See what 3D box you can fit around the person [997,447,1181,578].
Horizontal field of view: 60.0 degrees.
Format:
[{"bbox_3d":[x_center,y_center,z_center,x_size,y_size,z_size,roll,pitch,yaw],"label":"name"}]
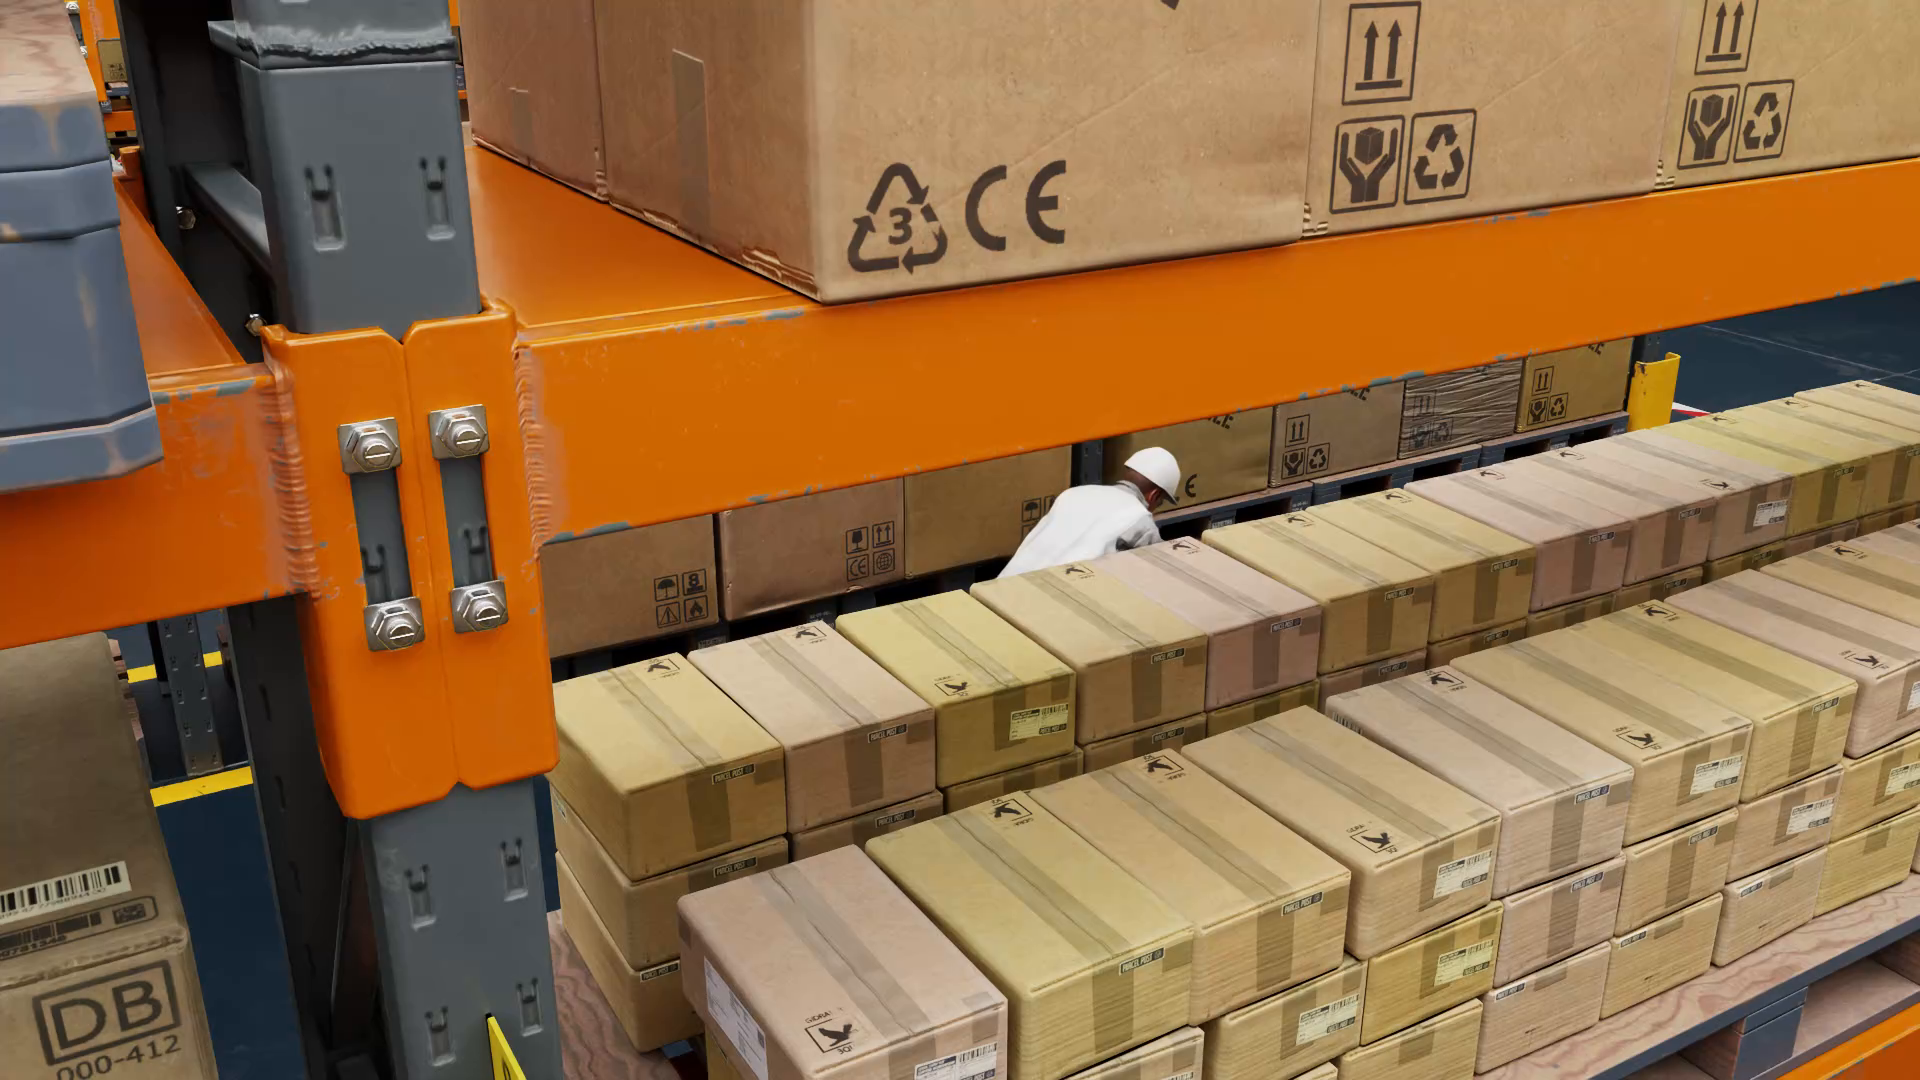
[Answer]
[{"bbox_3d":[0.540,0.174,6.667,0.875,1.004,0.542,-12,25,-28],"label":"person"}]
